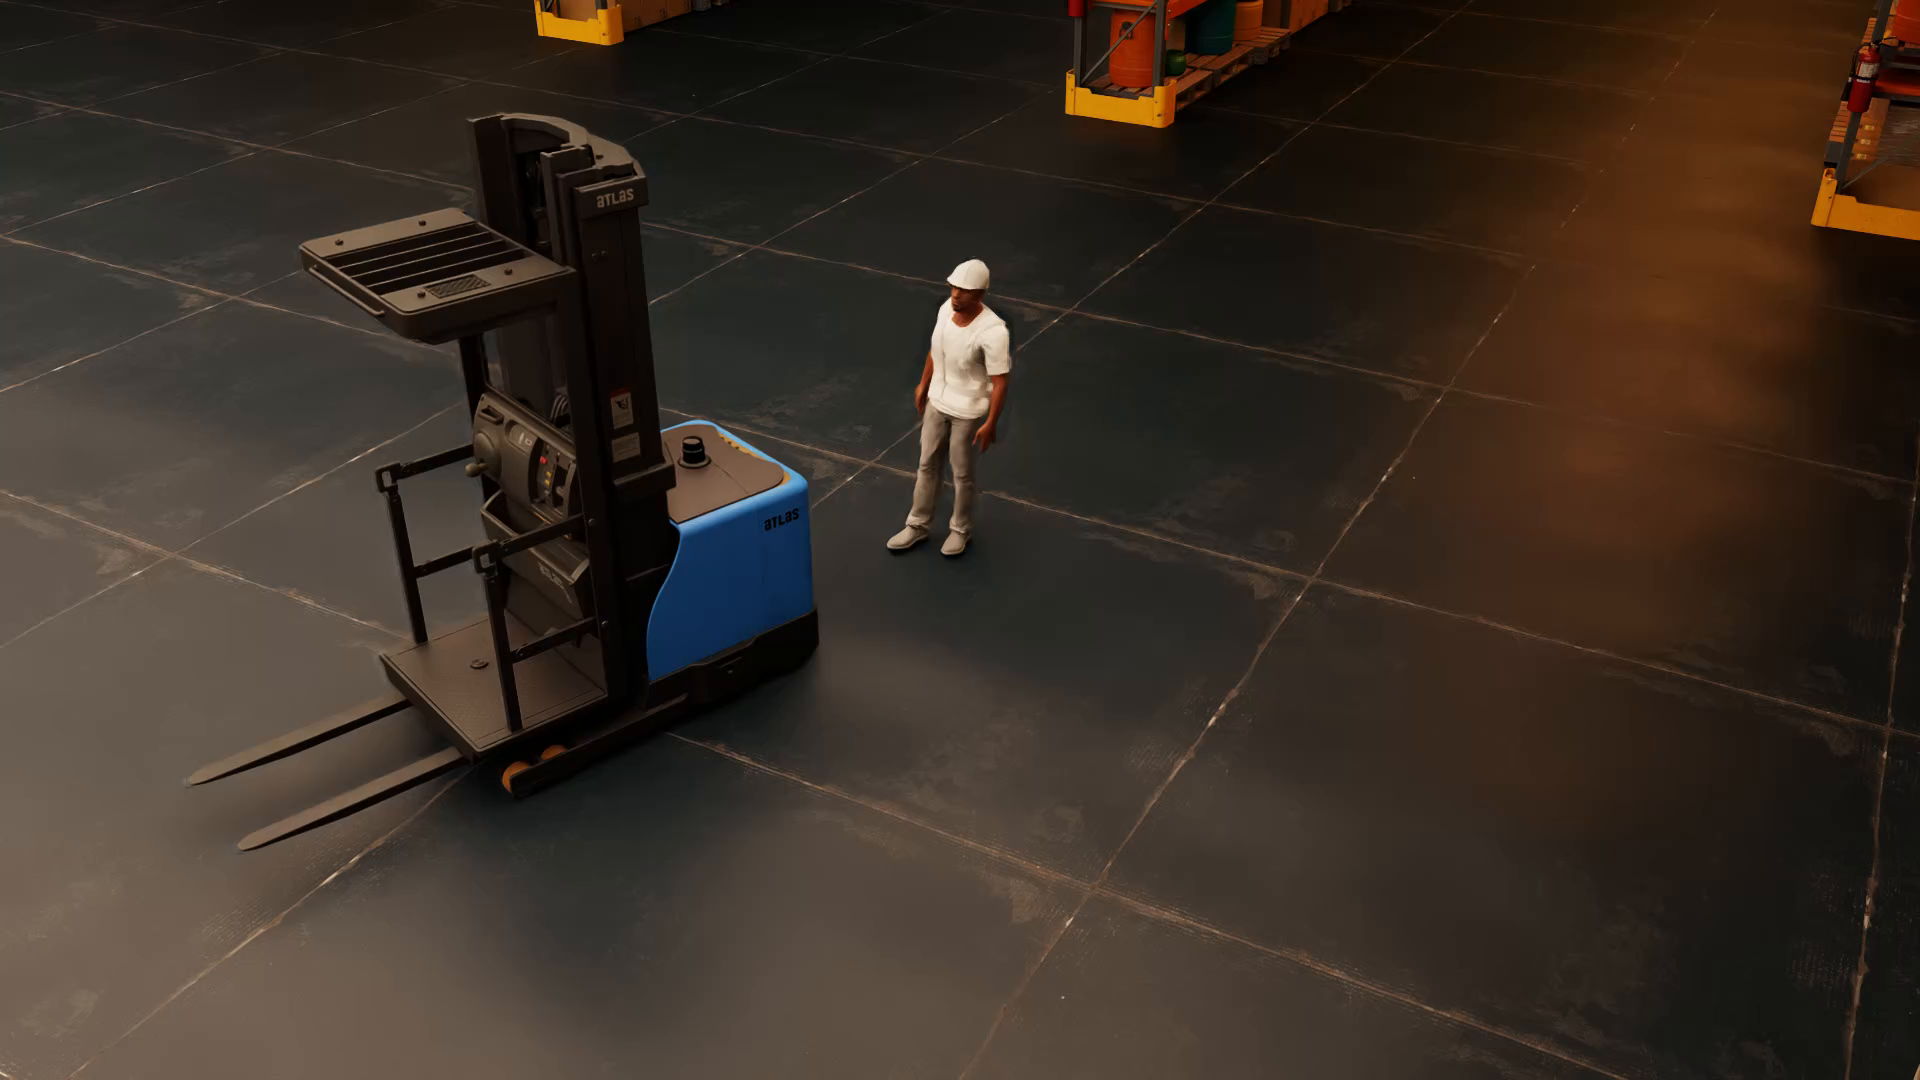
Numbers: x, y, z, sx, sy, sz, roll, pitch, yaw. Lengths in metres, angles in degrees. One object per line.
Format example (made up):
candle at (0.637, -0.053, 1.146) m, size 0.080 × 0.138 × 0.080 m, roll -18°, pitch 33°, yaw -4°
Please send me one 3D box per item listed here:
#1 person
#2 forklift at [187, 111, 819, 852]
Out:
person at (-0.080, -0.732, 9.497) m, size 0.638 × 1.768 × 0.661 m, roll -23°, pitch 37°, yaw -34°
forklift at (-2.197, -0.348, 7.674) m, size 3.031 × 2.935 × 1.130 m, roll -24°, pitch 37°, yaw -35°
